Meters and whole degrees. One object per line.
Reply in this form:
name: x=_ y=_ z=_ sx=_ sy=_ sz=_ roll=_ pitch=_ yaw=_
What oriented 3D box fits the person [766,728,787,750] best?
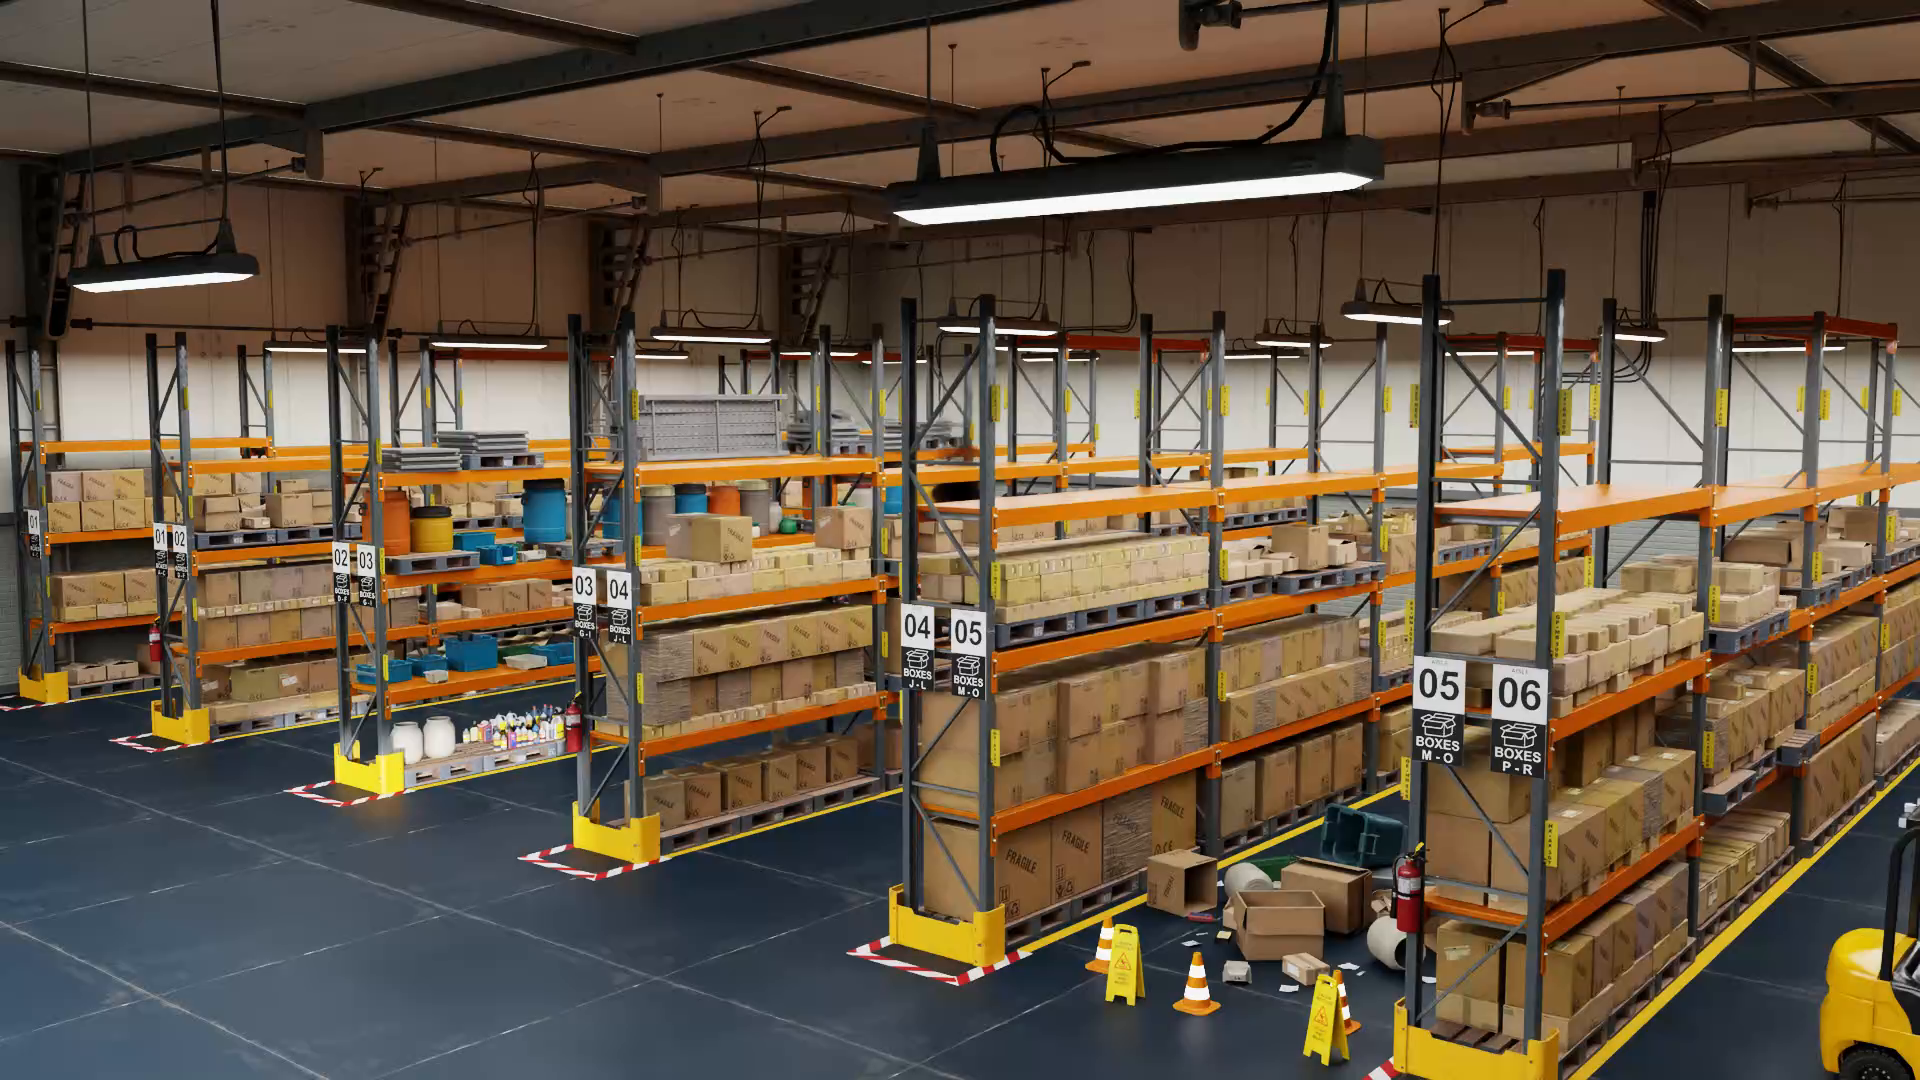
person: x=-2.579 y=2.039 z=22.416 sx=0.640 sy=1.777 sz=0.636 roll=3 pitch=6 yaw=34

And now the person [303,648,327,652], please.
person: x=-10.829 y=1.787 z=28.008 sx=0.663 sy=1.772 sz=0.816 roll=3 pitch=6 yaw=32
